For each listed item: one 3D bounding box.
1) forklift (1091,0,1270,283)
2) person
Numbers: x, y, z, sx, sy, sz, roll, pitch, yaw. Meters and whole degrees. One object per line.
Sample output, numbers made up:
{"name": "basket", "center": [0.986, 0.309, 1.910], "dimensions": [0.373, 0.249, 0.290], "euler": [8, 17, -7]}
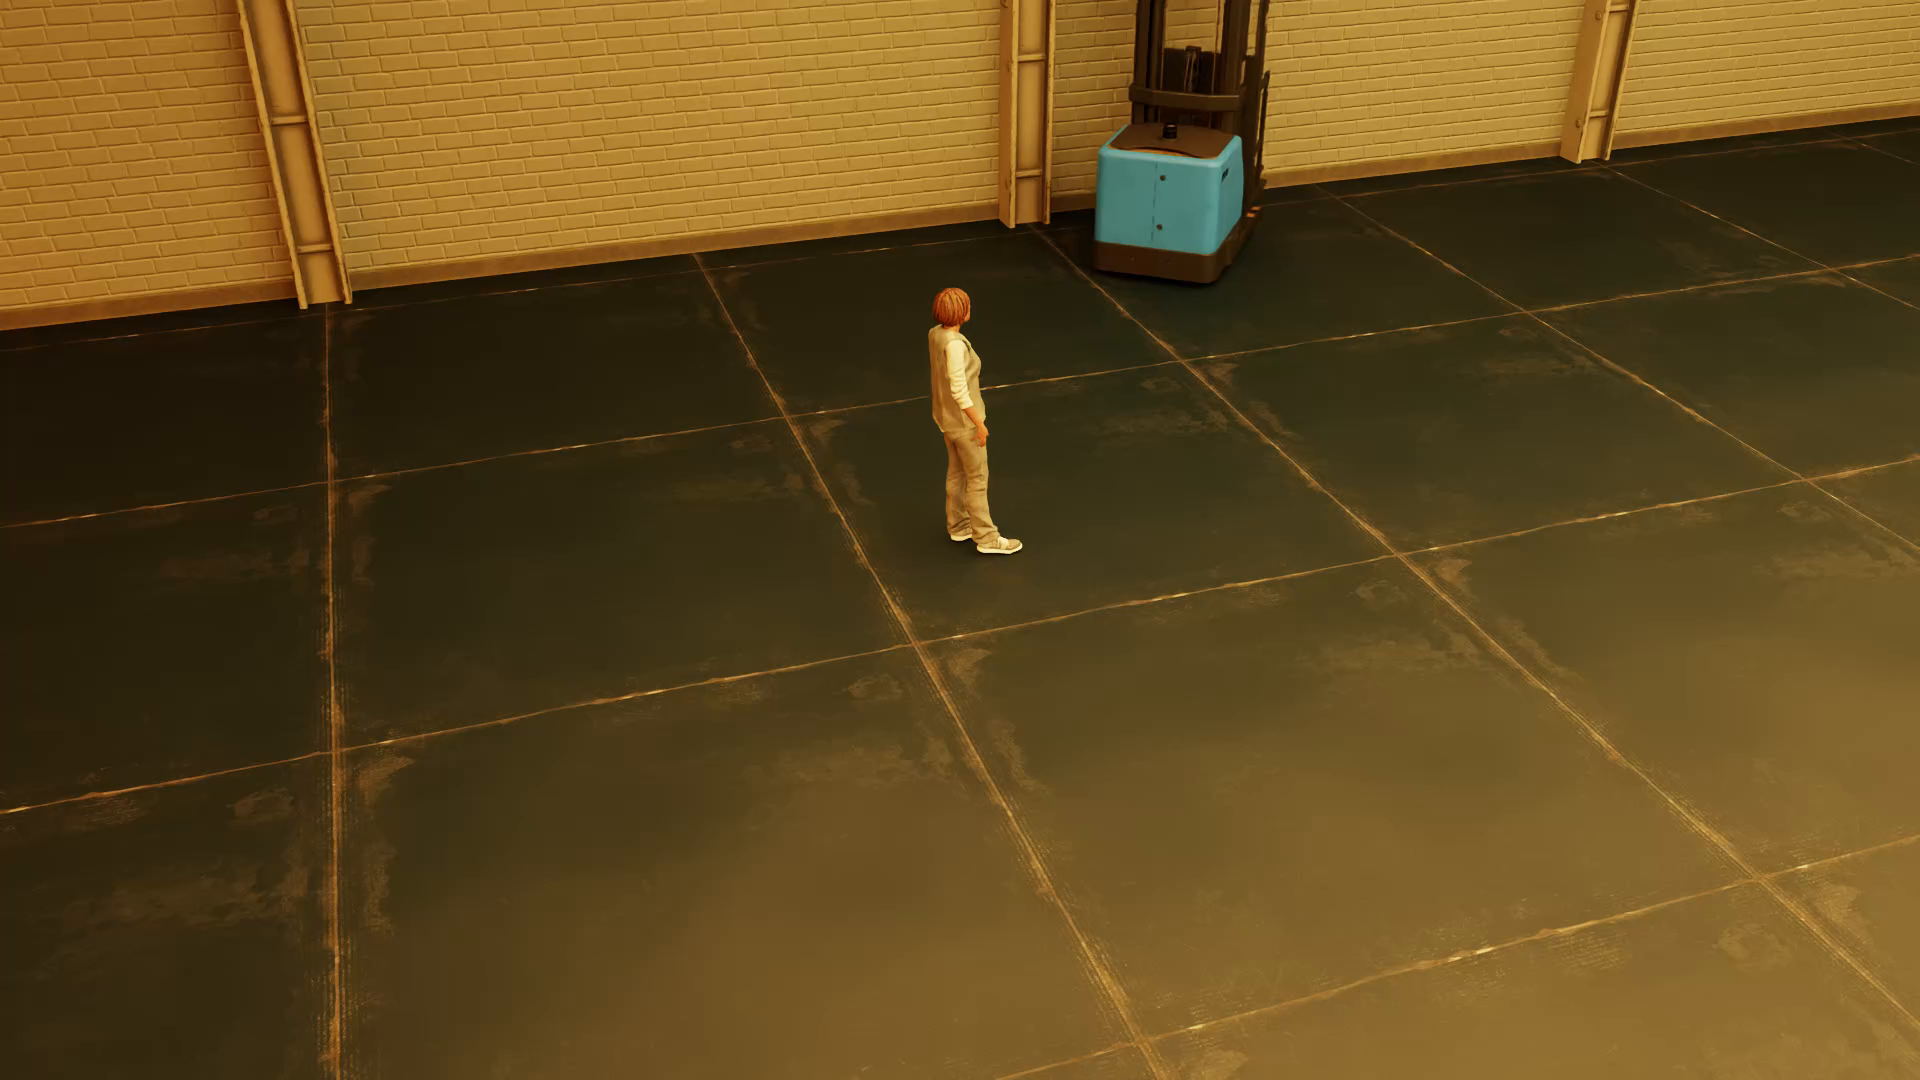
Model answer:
{"name": "forklift", "center": [2.087, -4.077, 14.173], "dimensions": [1.130, 2.935, 3.031], "euler": [11, 32, 18]}
{"name": "person", "center": [0.074, -0.703, 9.632], "dimensions": [0.475, 1.597, 0.520], "euler": [-10, 31, -16]}
